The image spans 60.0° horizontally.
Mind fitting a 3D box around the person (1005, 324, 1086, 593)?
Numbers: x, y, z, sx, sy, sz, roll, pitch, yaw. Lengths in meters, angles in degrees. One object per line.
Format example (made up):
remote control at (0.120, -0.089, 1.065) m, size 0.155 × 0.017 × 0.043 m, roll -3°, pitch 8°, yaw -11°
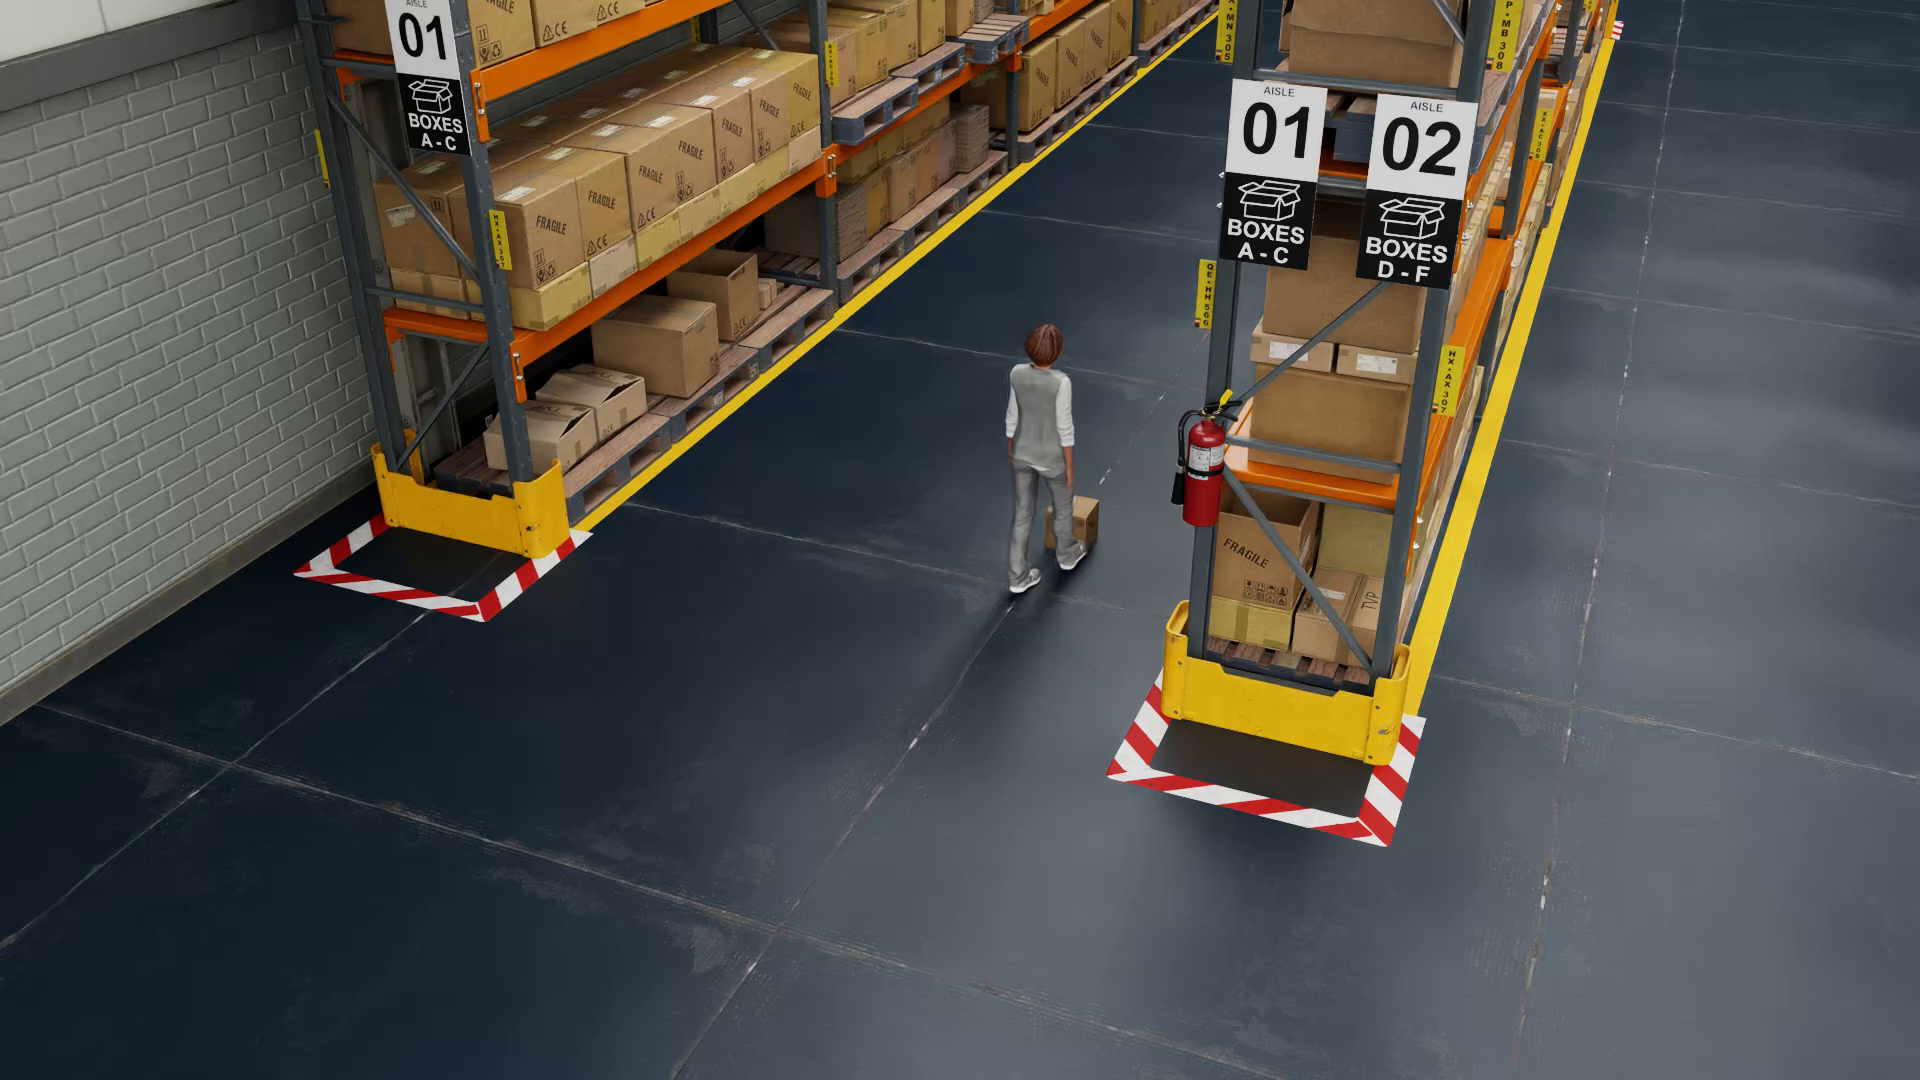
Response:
person at (0.490, -0.494, 9.242) m, size 0.427 × 1.588 × 0.672 m, roll 15°, pitch 33°, yaw 24°
